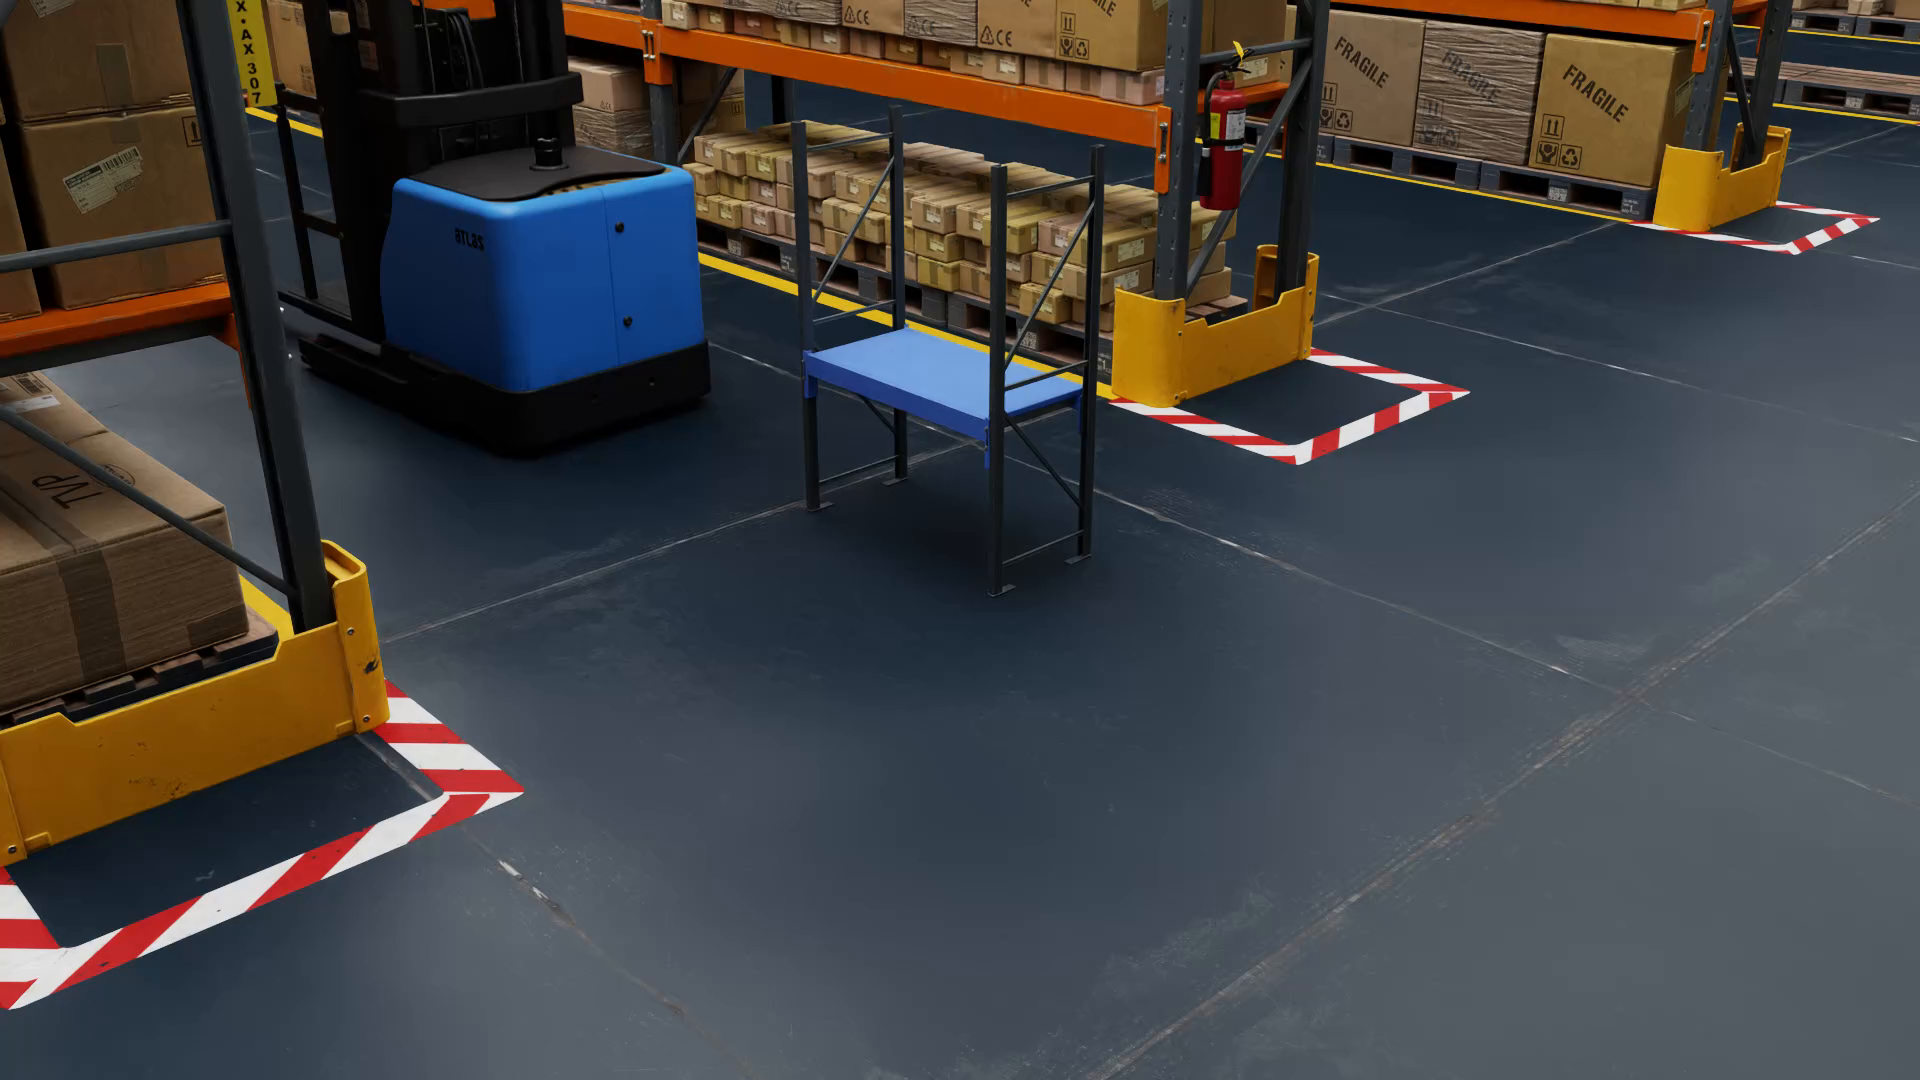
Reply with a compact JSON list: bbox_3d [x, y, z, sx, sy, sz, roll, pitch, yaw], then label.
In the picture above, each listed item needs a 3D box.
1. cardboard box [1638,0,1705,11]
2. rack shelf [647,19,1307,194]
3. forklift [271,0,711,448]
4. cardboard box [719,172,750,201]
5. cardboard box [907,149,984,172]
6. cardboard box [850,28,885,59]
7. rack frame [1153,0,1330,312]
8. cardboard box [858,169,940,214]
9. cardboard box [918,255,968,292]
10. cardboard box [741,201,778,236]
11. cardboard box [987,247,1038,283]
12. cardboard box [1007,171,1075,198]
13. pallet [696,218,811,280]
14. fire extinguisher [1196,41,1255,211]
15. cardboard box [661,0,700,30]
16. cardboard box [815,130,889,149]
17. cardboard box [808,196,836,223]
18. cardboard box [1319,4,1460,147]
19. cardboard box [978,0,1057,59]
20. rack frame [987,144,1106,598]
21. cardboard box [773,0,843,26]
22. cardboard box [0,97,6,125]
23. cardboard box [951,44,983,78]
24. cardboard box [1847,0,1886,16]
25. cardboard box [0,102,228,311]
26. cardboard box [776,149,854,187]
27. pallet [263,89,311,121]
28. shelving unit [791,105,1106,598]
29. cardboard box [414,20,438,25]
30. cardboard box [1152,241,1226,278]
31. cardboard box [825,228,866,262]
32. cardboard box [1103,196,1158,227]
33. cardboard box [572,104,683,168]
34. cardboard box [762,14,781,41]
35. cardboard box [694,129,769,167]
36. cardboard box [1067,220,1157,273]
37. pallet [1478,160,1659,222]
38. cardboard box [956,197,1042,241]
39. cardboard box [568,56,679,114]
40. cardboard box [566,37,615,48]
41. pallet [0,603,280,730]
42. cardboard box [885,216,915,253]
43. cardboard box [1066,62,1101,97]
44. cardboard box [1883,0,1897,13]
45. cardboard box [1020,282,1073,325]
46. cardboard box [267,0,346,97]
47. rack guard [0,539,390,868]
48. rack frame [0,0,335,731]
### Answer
[{"bbox_3d":[4.481,-3.424,10.444,0.380,0.149,0.250,-20,32,-38],"label":"cardboard box"},{"bbox_3d":[-0.092,-2.426,8.821,1.077,0.370,4.000,-21,32,-38],"label":"rack shelf"},{"bbox_3d":[-2.545,-2.228,7.602,3.031,2.935,1.130,22,32,39],"label":"forklift"},{"bbox_3d":[-1.206,-2.137,9.890,0.380,0.149,0.250,-21,32,-38],"label":"cardboard box"},{"bbox_3d":[-0.080,-2.116,9.486,0.250,0.149,0.380,22,33,40],"label":"cardboard box"},{"bbox_3d":[-0.351,-2.613,8.666,0.380,0.149,0.250,-20,31,-37],"label":"cardboard box"},{"bbox_3d":[1.275,-2.147,7.343,1.000,3.000,0.127,-21,32,-38],"label":"rack frame"},{"bbox_3d":[-0.325,-1.880,8.969,0.380,0.149,0.250,-21,32,-38],"label":"cardboard box"},{"bbox_3d":[-0.002,-1.426,8.690,0.250,0.149,0.380,22,33,39],"label":"cardboard box"},{"bbox_3d":[-1.054,-1.911,9.753,0.380,0.149,0.250,-21,32,-39],"label":"cardboard box"},{"bbox_3d":[0.350,-1.413,8.303,0.250,0.149,0.380,22,33,40],"label":"cardboard box"},{"bbox_3d":[0.398,-1.868,8.942,0.380,0.149,0.250,-20,31,-37],"label":"cardboard box"},{"bbox_3d":[-0.974,-1.897,10.154,1.003,0.211,1.213,-21,32,-38],"label":"pallet"},{"bbox_3d":[1.111,-1.735,6.982,0.296,0.674,0.183,-21,32,-38],"label":"fire extinguisher"},{"bbox_3d":[-1.504,-3.066,9.660,0.380,0.149,0.250,-20,31,-37],"label":"cardboard box"},{"bbox_3d":[-0.646,-2.350,10.000,0.380,0.149,0.250,-22,32,-39],"label":"cardboard box"},{"bbox_3d":[-0.660,-1.901,9.373,0.380,0.149,0.250,-19,31,-36],"label":"cardboard box"},{"bbox_3d":[3.239,-3.465,12.285,0.875,0.875,0.875,-21,32,-38],"label":"cardboard box"},{"bbox_3d":[0.432,-2.549,7.744,0.500,0.500,0.500,-22,32,-39],"label":"cardboard box"},{"bbox_3d":[0.289,-0.554,5.658,0.500,1.500,0.032,-21,32,-38],"label":"rack frame"},{"bbox_3d":[-0.643,-3.008,8.750,0.500,0.500,0.500,-22,33,-39],"label":"cardboard box"},{"bbox_3d":[-2.772,-1.291,4.142,0.500,0.500,0.500,-20,31,-37],"label":"cardboard box"},{"bbox_3d":[0.171,-2.368,8.130,0.250,0.149,0.380,22,33,39],"label":"cardboard box"},{"bbox_3d":[10.192,-6.008,18.690,0.380,0.166,0.250,-21,32,-38],"label":"cardboard box"},{"bbox_3d":[-2.387,-0.985,4.674,0.500,0.500,0.500,-22,32,-39],"label":"cardboard box"},{"bbox_3d":[-0.826,-2.125,9.507,0.380,0.149,0.250,-22,33,-40],"label":"cardboard box"},{"bbox_3d":[-5.506,-3.932,14.615,1.003,0.211,1.213,-21,32,-38],"label":"pallet"},{"bbox_3d":[-0.058,-0.708,5.995,0.538,1.500,1.048,-21,32,-38],"label":"shelving unit"},{"bbox_3d":[-3.898,-3.688,12.323,0.500,0.250,0.500,22,32,39],"label":"cardboard box"},{"bbox_3d":[1.105,-1.408,8.293,0.380,0.149,0.250,-20,31,-36],"label":"cardboard box"},{"bbox_3d":[-0.528,-1.670,9.226,0.380,0.149,0.250,-22,33,-40],"label":"cardboard box"},{"bbox_3d":[0.889,-1.617,8.392,0.380,0.149,0.250,-21,32,-38],"label":"cardboard box"},{"bbox_3d":[-2.148,-2.566,10.766,0.500,0.500,0.500,-22,32,-39],"label":"cardboard box"},{"bbox_3d":[-0.871,-2.859,9.206,0.250,0.149,0.380,22,33,39],"label":"cardboard box"},{"bbox_3d":[-1.374,-2.361,10.023,0.380,0.149,0.250,-20,31,-36],"label":"cardboard box"},{"bbox_3d":[0.729,-1.401,7.918,0.380,0.149,0.250,-21,32,-38],"label":"cardboard box"},{"bbox_3d":[4.361,-2.475,11.421,1.003,0.211,1.213,-21,32,-38],"label":"pallet"},{"bbox_3d":[0.198,-1.632,8.425,0.250,0.149,0.380,22,33,40],"label":"cardboard box"},{"bbox_3d":[-2.152,-2.908,10.613,0.500,0.250,0.500,-22,33,-40],"label":"cardboard box"},{"bbox_3d":[-2.482,-3.369,11.624,0.500,0.250,0.500,-20,31,-37],"label":"cardboard box"},{"bbox_3d":[-2.872,0.336,5.259,1.003,0.211,1.213,-21,32,-38],"label":"pallet"},{"bbox_3d":[-0.175,-1.649,8.821,0.380,0.149,0.250,-19,31,-36],"label":"cardboard box"},{"bbox_3d":[0.704,-2.138,7.624,0.380,0.149,0.250,-21,32,-39],"label":"cardboard box"},{"bbox_3d":[10.574,-6.202,18.941,0.500,0.311,0.500,-21,32,-38],"label":"cardboard box"},{"bbox_3d":[0.514,-1.191,8.175,0.380,0.149,0.250,-20,31,-37],"label":"cardboard box"},{"bbox_3d":[-5.143,-4.213,14.075,1.050,0.750,0.750,-21,32,-38],"label":"cardboard box"},{"bbox_3d":[-2.252,0.432,4.701,1.175,0.500,0.348,-21,32,-38],"label":"rack guard"},{"bbox_3d":[-2.269,-0.712,4.198,1.000,3.000,0.127,-21,32,-38],"label":"rack frame"}]
